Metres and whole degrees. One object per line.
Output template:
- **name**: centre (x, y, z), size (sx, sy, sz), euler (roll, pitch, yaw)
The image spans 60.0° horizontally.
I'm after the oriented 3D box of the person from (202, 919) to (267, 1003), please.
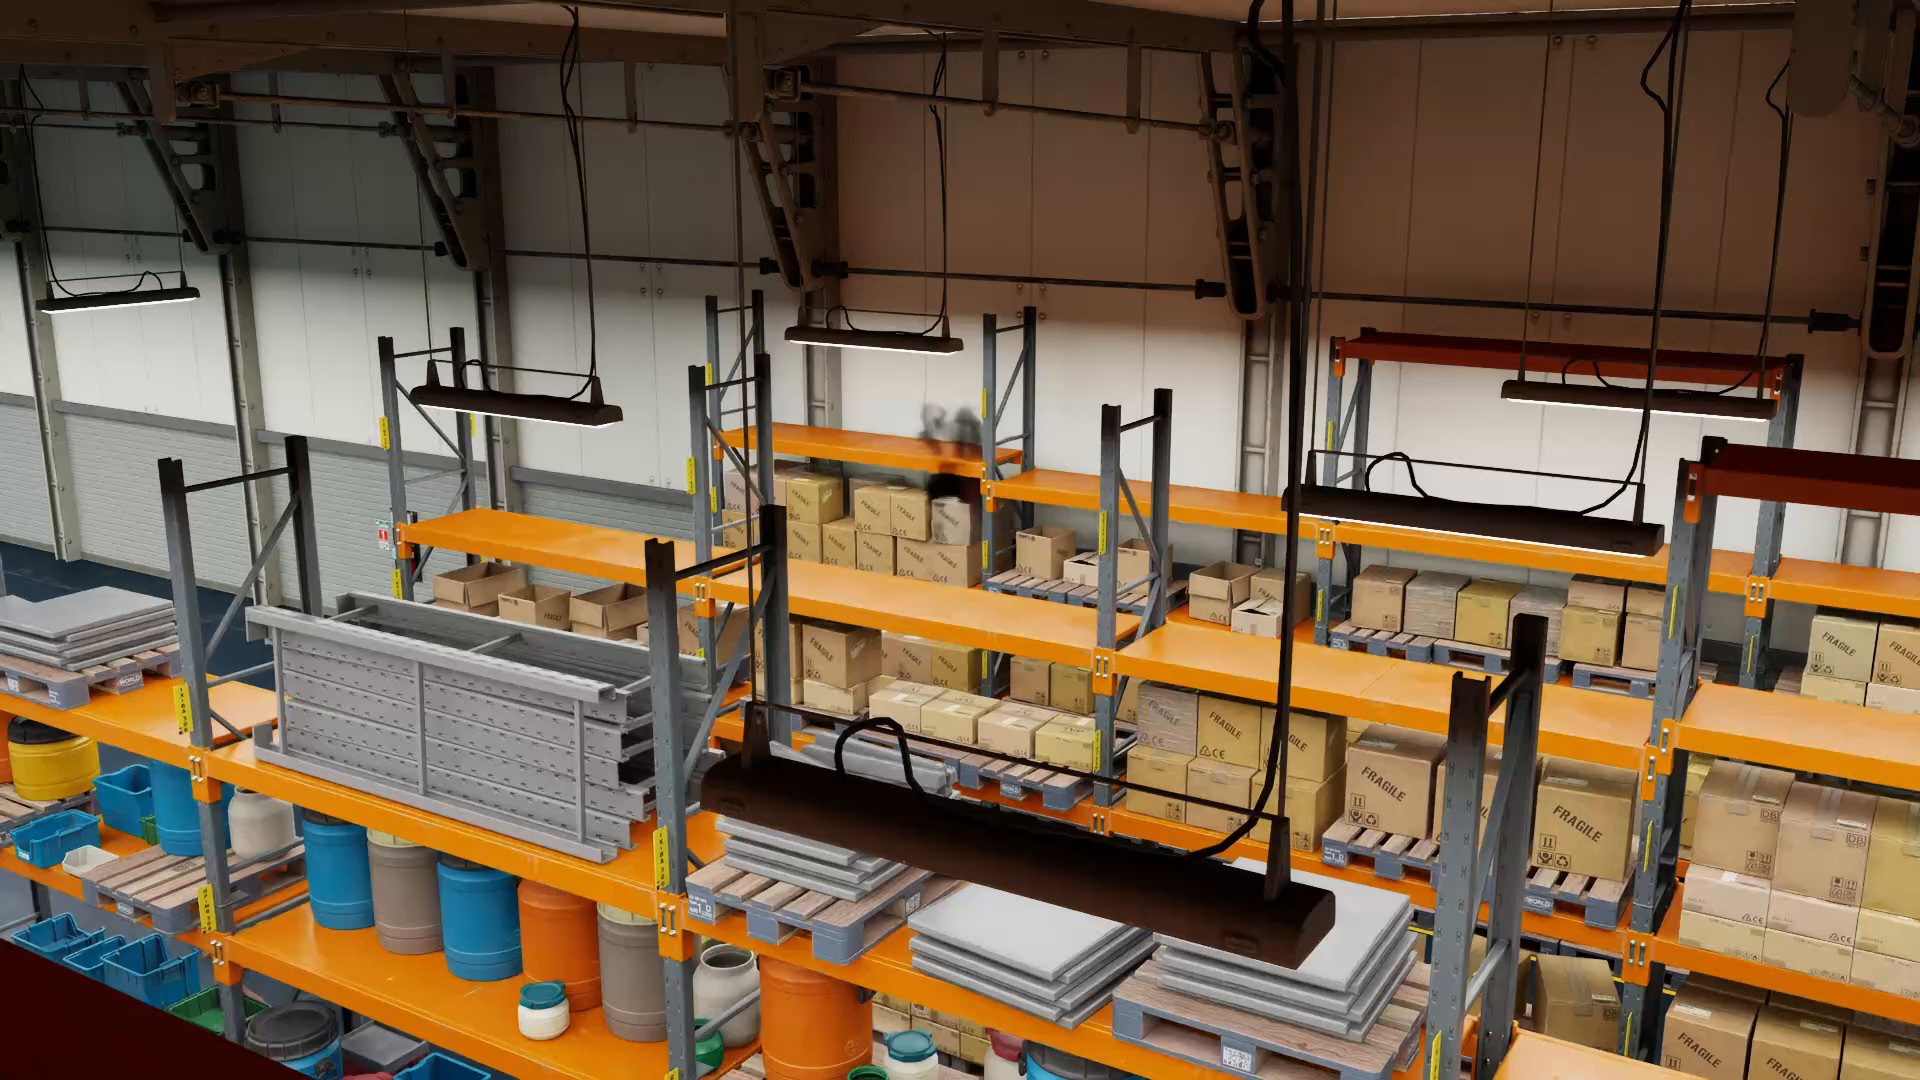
- **person**: centre (-6.491, 3.744, 14.730), size (0.543, 1.609, 0.571), euler (6, 15, 22)
